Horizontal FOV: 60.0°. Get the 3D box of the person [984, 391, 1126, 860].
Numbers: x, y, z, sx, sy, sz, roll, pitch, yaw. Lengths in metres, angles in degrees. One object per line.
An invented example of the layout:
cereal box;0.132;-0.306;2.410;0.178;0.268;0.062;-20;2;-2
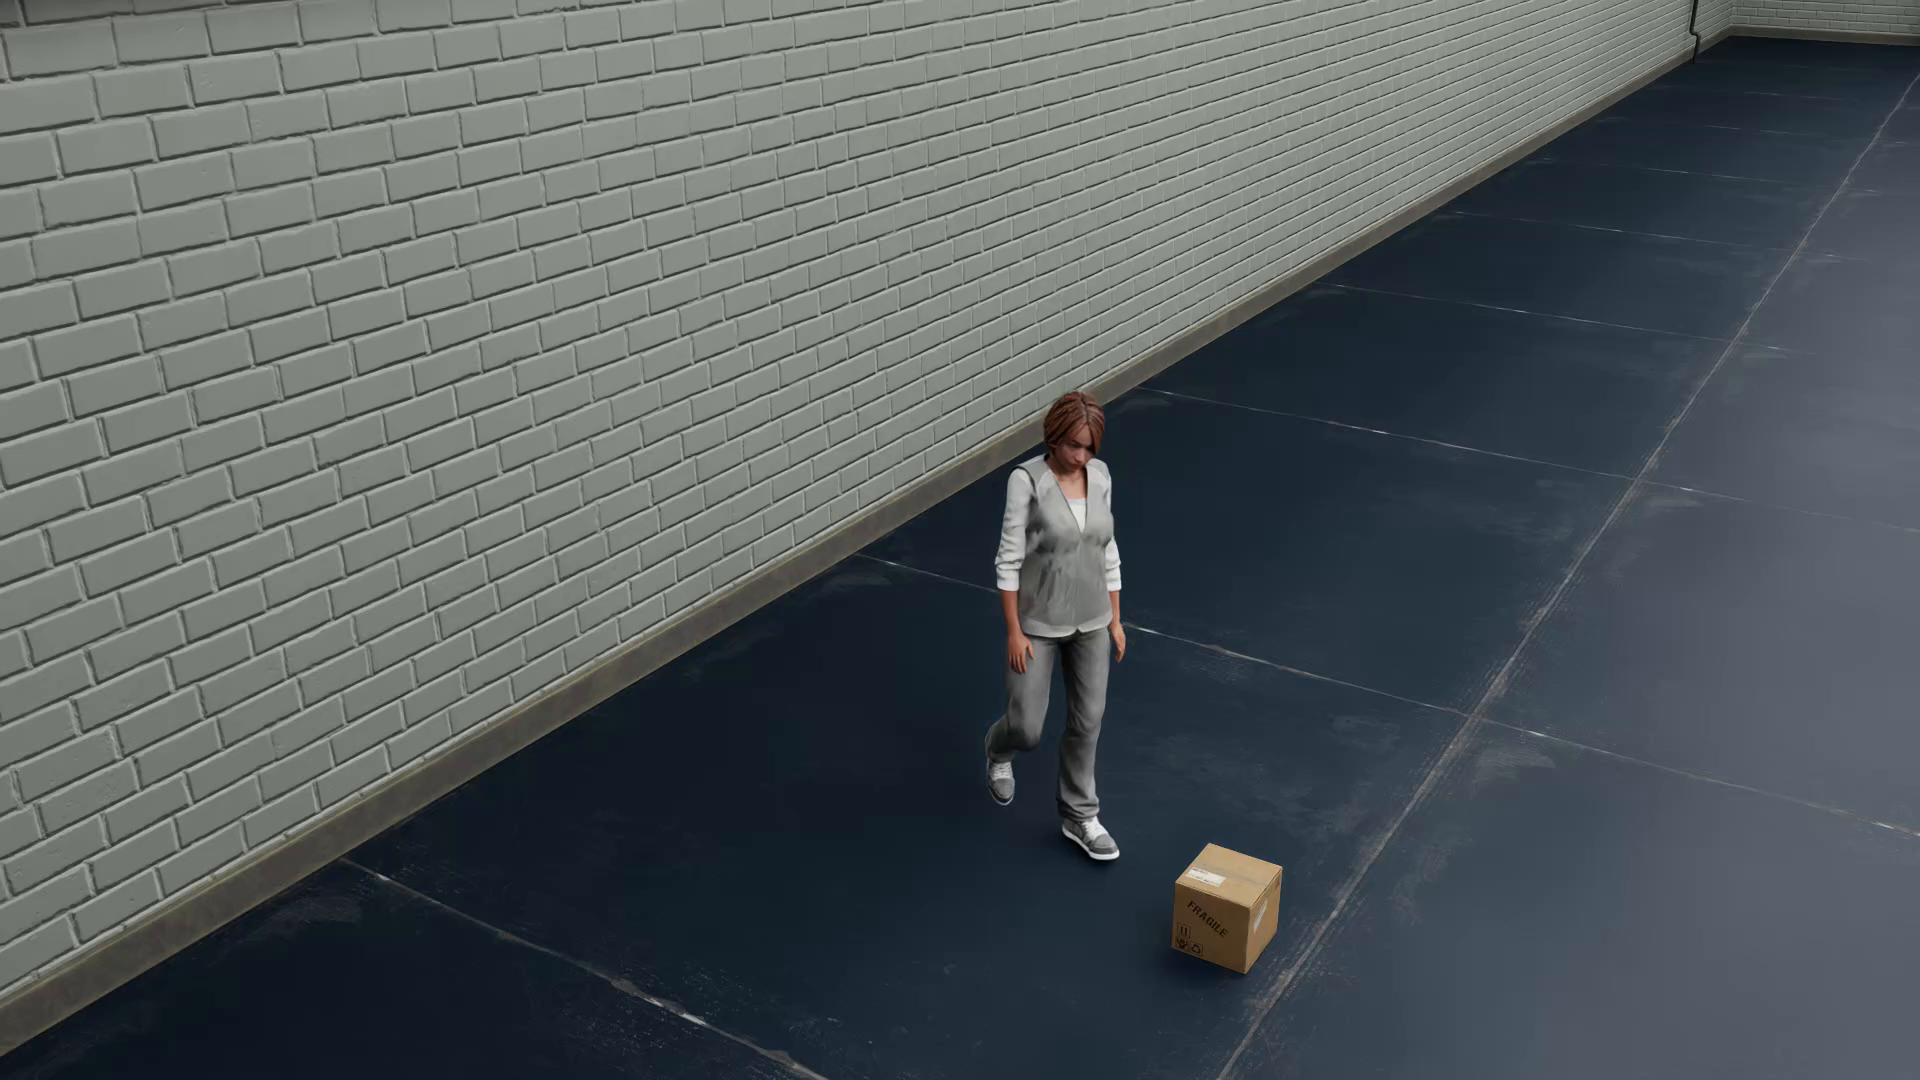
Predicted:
person;0.311;0.277;5.447;0.442;1.577;0.571;-10;26;-22
